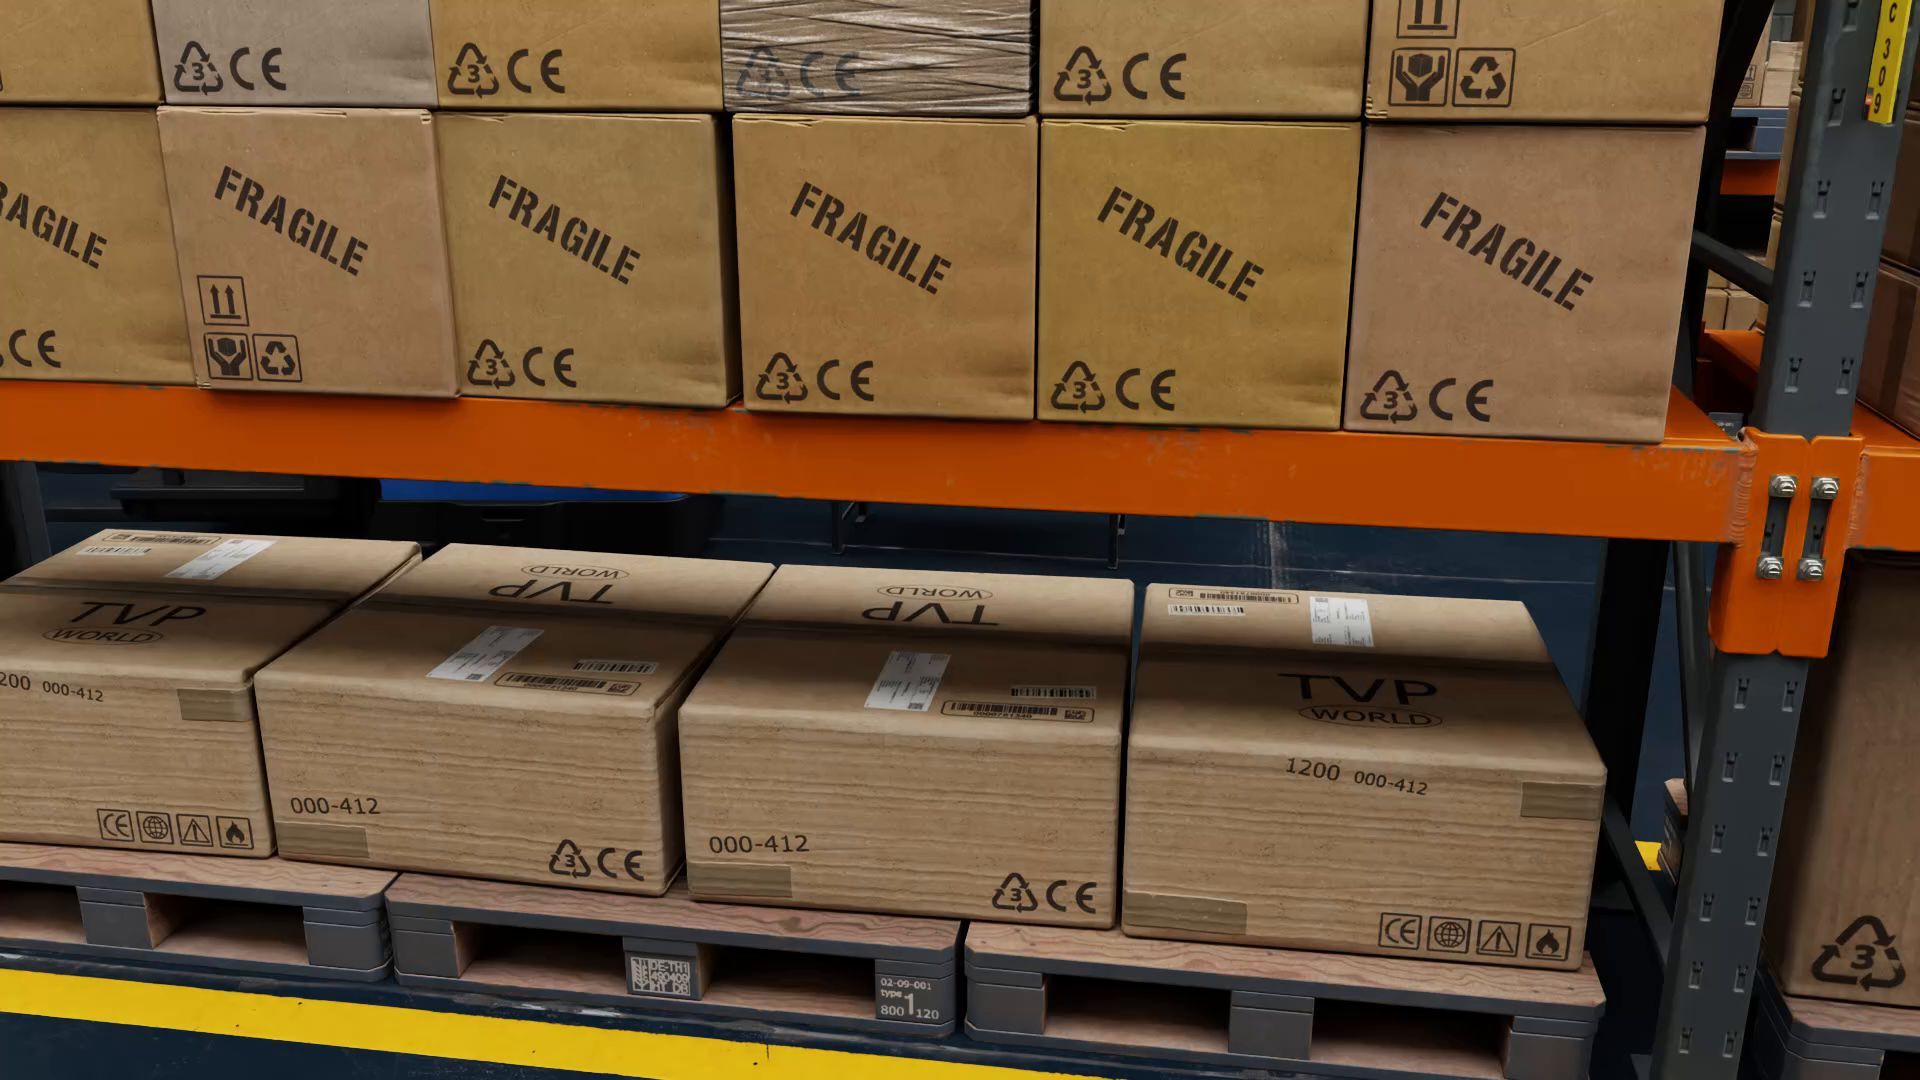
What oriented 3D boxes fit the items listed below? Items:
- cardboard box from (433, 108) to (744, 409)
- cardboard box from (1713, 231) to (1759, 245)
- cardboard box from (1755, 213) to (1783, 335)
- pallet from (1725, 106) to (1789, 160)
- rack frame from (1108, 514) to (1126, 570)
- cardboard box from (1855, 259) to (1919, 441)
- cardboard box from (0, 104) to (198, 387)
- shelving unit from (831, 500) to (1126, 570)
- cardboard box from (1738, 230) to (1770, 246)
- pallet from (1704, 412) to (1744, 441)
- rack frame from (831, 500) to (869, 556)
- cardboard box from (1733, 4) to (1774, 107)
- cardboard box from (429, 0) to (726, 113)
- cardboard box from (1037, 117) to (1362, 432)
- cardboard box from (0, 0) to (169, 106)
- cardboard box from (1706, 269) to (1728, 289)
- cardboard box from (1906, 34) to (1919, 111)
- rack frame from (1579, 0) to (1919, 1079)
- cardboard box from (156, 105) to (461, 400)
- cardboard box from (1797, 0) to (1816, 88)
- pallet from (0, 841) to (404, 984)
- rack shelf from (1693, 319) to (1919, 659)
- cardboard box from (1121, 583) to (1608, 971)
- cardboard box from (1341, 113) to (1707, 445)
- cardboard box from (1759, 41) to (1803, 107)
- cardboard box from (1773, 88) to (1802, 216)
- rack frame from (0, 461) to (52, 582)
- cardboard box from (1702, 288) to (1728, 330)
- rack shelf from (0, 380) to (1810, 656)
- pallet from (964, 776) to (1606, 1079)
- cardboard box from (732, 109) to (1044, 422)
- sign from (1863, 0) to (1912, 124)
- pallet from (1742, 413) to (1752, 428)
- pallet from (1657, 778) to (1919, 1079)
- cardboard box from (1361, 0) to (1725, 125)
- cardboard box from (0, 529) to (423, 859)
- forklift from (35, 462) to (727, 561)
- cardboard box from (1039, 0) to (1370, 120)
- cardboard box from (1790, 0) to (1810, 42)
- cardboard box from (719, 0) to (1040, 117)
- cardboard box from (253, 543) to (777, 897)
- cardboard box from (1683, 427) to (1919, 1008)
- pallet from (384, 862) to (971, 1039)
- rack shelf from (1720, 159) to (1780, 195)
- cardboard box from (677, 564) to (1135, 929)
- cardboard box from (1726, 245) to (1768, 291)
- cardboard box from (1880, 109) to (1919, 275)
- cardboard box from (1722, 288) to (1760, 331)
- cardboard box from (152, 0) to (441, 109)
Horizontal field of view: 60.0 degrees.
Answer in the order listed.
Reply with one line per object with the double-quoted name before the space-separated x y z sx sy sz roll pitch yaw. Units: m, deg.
"cardboard box" -0.604 -0.554 3.074 0.500 0.500 0.500 4 19 10
"cardboard box" 3.632 -1.379 7.953 0.250 0.149 0.380 3 19 10
"cardboard box" 1.900 -0.473 3.225 0.500 0.250 0.500 2 19 7
"pallet" 2.972 -1.877 7.489 1.213 0.211 1.003 3 19 9
"rack frame" 0.586 -0.681 5.976 0.032 1.500 0.500 3 19 9
"cardboard box" 1.809 -0.311 2.743 0.500 0.250 0.500 2 19 7
"cardboard box" -1.600 -0.605 3.227 0.500 0.500 0.500 3 19 8
"shelving unit" 0.084 -0.707 6.052 1.048 1.500 0.538 3 19 9
"cardboard box" 3.894 -1.384 7.967 0.250 0.149 0.380 3 19 9
"pallet" 3.009 -0.691 8.036 1.213 0.211 1.003 3 19 9
"rack frame" -0.418 -0.733 6.129 0.032 1.500 0.500 3 19 9
"cardboard box" 3.154 -2.169 7.238 0.500 0.500 0.700 3 19 9
"cardboard box" -0.590 -1.025 2.905 0.500 0.500 0.500 3 19 9
"cardboard box" 0.409 -0.502 2.919 0.500 0.500 0.500 2 19 7
"cardboard box" -1.593 -1.073 3.049 0.500 0.500 0.500 2 19 7
"cardboard box" 3.326 -1.254 7.579 0.250 0.149 0.380 3 19 8
"cardboard box" 1.806 -0.897 2.522 0.500 0.500 0.500 3 19 9
"rack frame" 1.417 -0.487 3.032 0.127 3.000 1.000 3 19 9
"cardboard box" -1.101 -0.574 3.134 0.500 0.500 0.500 3 19 8
"cardboard box" 1.898 -1.065 3.026 0.500 0.500 0.500 4 19 10
"pallet" -1.731 0.649 4.029 1.213 0.211 1.003 3 19 9
"rack shelf" 3.391 -0.046 2.846 4.000 0.370 1.077 3 19 9
"cardboard box" 0.814 0.463 3.567 0.875 0.438 0.875 3 19 8
"cardboard box" 0.918 -0.478 2.847 0.500 0.500 0.500 3 19 9
"cardboard box" 3.511 -1.988 7.067 0.258 0.266 0.396 4 19 11
"cardboard box" 1.891 -0.707 3.138 0.500 0.250 0.500 3 19 9
"rack frame" -2.533 -0.689 3.634 0.127 3.000 1.000 3 19 9
"cardboard box" 3.170 -0.938 7.656 0.500 0.500 0.500 3 19 8
"rack shelf" -0.558 -0.247 3.447 4.000 0.370 1.077 3 19 9
"pallet" 0.678 0.772 3.662 1.213 0.211 1.003 3 19 9
"cardboard box" -0.089 -0.523 2.981 0.500 0.500 0.500 3 19 8
"sign" 1.330 -0.762 2.363 0.005 0.325 0.100 3 19 9
"pallet" 4.218 -0.630 7.855 1.213 0.211 1.003 3 19 9
"pallet" 2.191 0.850 3.429 1.213 0.211 1.003 3 19 9
"cardboard box" 0.907 -0.946 2.670 0.500 0.500 0.500 3 19 8
"cardboard box" -1.865 0.329 3.968 0.875 0.438 0.875 2 19 7
"forklift" -2.441 -1.395 5.854 3.031 2.935 1.130 0 19 0
"cardboard box" 0.407 -0.974 2.754 0.500 0.500 0.500 3 19 8
"cardboard box" 3.929 -2.129 7.120 0.500 0.500 0.700 3 19 8
"cardboard box" -0.097 -0.997 2.822 0.500 0.500 0.500 3 19 9
"cardboard box" -0.960 0.373 3.839 0.875 0.438 0.875 3 19 10
"cardboard box" 2.042 0.327 3.285 0.875 0.875 0.875 4 19 10
"pallet" -0.530 0.712 3.844 1.213 0.211 1.003 3 19 9
"rack shelf" 4.175 -1.601 7.494 4.000 0.370 1.077 3 19 9
"cardboard box" -0.070 0.418 3.701 0.875 0.438 0.875 2 19 7
"cardboard box" 3.567 -1.230 7.506 0.250 0.149 0.380 3 19 9
"cardboard box" 1.806 -0.543 2.647 0.500 0.250 0.500 2 19 7
"cardboard box" 3.662 -0.911 7.577 0.500 0.500 0.500 2 19 7
"cardboard box" -1.083 -1.050 2.979 0.500 0.500 0.500 3 19 8
